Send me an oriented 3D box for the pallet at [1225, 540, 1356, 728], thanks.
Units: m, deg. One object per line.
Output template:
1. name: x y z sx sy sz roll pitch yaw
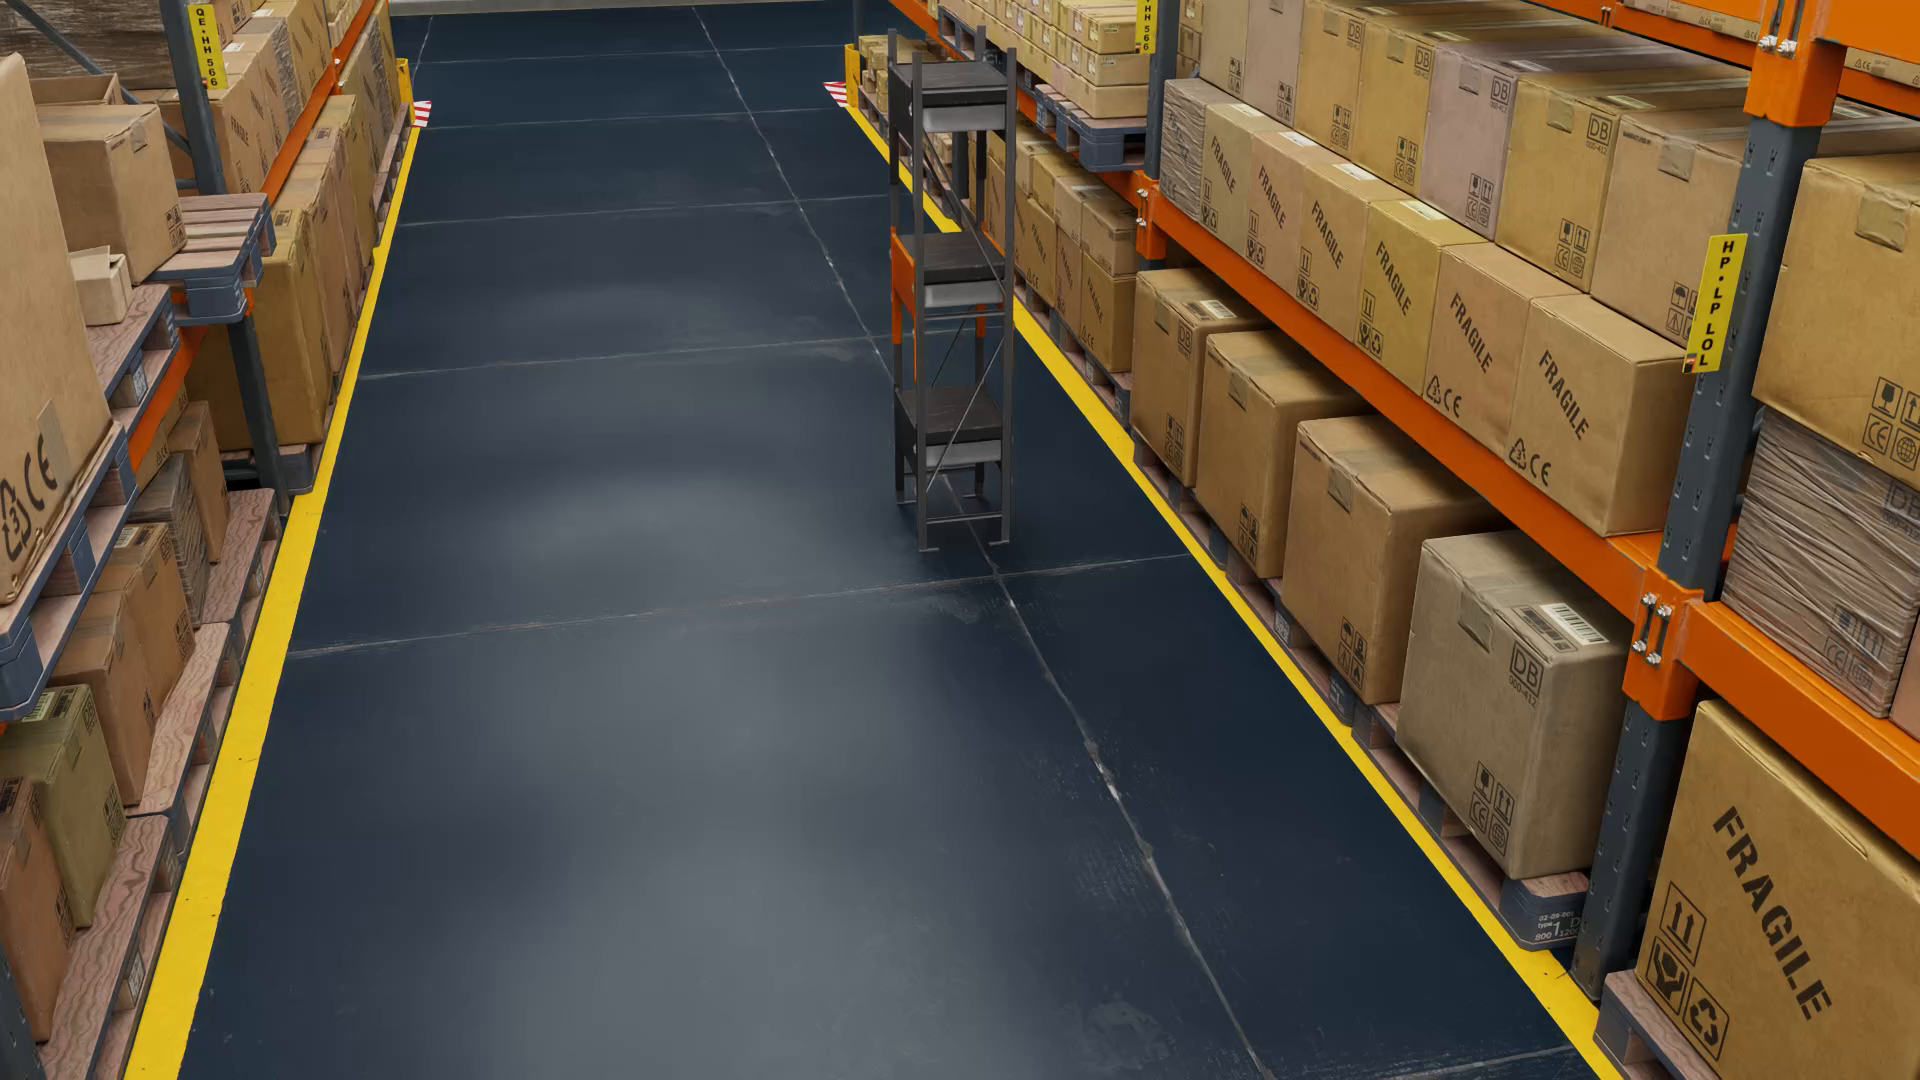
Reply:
1. pallet: 1.722 0.263 6.494 1.003 0.211 1.213 -6 27 -12

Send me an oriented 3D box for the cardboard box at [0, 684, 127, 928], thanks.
1. cardboard box: -2.814 0.782 4.658 0.700 0.500 0.500 -6 27 -12

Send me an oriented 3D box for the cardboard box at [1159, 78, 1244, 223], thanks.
1. cardboard box: 1.184 -1.690 7.158 0.500 0.500 0.500 -6 27 -11

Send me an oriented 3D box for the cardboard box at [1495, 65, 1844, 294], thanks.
1. cardboard box: 2.012 -1.048 4.776 0.700 0.500 0.500 -6 27 -12

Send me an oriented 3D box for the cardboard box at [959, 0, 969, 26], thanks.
1. cardboard box: 0.206 -3.250 10.173 0.380 0.149 0.250 -6 27 -11

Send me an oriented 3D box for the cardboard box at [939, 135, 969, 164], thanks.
1. cardboard box: 0.064 -2.779 11.795 0.380 0.149 0.250 -5 27 -11

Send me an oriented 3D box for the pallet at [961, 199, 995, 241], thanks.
1. pallet: 0.621 -2.039 11.056 1.003 0.211 1.213 -6 27 -12

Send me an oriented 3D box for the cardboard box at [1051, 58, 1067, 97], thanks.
1. cardboard box: 0.674 -2.337 8.364 0.380 0.149 0.250 -5 27 -11

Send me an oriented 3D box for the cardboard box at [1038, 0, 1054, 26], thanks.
1. cardboard box: 0.612 -2.722 8.466 0.380 0.149 0.250 -5 27 -10

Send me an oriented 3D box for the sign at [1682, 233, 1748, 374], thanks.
1. sign: 1.721 -0.536 3.786 0.100 0.325 0.005 -6 27 -12

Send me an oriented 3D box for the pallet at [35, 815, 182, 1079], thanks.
1. pallet: -2.785 1.249 4.542 1.003 0.211 1.213 -6 27 -12

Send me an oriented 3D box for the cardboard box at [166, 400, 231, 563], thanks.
1. cardboard box: -3.339 -0.199 6.601 0.700 0.500 0.500 -7 28 -14

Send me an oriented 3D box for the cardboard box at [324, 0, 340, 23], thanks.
1. cardboard box: -4.261 -3.465 10.623 0.500 0.250 0.500 -6 27 -13

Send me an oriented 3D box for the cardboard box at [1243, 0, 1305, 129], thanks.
1. cardboard box: 1.553 -1.941 6.546 0.700 0.500 0.500 -6 27 -12

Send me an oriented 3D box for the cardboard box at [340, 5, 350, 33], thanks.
1. cardboard box: -4.272 -3.449 11.033 0.380 0.149 0.250 -5 27 -10

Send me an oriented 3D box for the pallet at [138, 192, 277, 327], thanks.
1. pallet: -3.245 -1.023 6.160 1.213 0.211 1.003 -6 27 -12

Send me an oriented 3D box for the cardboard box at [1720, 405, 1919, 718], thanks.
1. cardboard box: 2.342 -0.020 3.794 0.875 0.550 0.550 -6 27 -12

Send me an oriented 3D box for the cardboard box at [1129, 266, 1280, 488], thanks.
1. cardboard box: 1.396 -0.776 7.490 1.050 0.750 0.750 -6 27 -12

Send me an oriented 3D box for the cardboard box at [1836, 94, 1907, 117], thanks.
1. cardboard box: 5.874 -2.359 10.487 0.875 0.875 0.875 -6 27 -11

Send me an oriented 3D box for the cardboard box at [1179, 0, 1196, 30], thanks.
1. cardboard box: 1.316 -2.659 8.342 0.380 0.149 0.250 -6 27 -12

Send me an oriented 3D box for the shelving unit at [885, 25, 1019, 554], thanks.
1. shelving unit: -0.037 -1.010 6.921 0.431 2.100 0.503 -6 27 -12

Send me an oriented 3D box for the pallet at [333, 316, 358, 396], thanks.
1. pallet: -3.885 -1.054 9.104 1.003 0.211 1.213 -6 27 -12

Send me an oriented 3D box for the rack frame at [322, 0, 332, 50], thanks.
1. rack frame: -4.411 -3.166 10.195 1.000 3.000 0.127 -6 27 -12

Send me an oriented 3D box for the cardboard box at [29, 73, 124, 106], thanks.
1. cardboard box: -3.348 -1.410 6.137 0.500 0.500 0.500 -9 28 -18

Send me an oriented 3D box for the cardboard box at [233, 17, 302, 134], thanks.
1. cardboard box: -3.702 -2.367 8.499 0.500 0.500 0.500 -6 27 -11

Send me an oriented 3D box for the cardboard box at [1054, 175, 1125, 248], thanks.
1. cardboard box: 0.812 -1.770 8.904 0.500 0.250 0.500 -6 27 -11

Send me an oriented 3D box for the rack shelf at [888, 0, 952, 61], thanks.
1. rack shelf: -0.006 -4.183 13.006 1.077 0.370 4.000 -6 27 -12

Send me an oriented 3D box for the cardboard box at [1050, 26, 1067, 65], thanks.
1. cardboard box: 0.667 -2.481 8.319 0.380 0.149 0.250 -5 27 -10

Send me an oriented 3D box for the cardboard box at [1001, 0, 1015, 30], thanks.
1. cardboard box: 0.440 -2.928 9.204 0.380 0.149 0.250 -6 28 -13

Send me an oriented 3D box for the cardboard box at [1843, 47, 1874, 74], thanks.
1. cardboard box: 5.551 -2.991 10.013 0.500 0.250 0.500 -6 27 -12

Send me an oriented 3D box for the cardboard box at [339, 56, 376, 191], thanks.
1. cardboard box: -4.481 -2.703 11.169 0.875 0.875 0.875 -6 27 -12

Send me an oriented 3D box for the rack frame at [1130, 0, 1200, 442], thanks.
1. rack frame: 1.346 -1.870 7.625 1.000 3.000 0.127 -6 27 -12

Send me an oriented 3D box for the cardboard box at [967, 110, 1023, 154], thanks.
1. cardboard box: 0.354 -2.681 10.708 0.500 0.250 0.500 -7 28 -14

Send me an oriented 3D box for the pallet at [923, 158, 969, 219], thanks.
1. pallet: 0.259 -2.672 12.310 1.003 0.211 1.213 -6 27 -12

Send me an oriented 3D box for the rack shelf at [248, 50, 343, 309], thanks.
1. rack shelf: -3.960 -1.967 8.617 1.077 0.370 4.000 -6 27 -12

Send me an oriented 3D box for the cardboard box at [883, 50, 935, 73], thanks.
1. cardboard box: -0.422 -3.965 13.814 0.380 0.149 0.250 -7 28 -14

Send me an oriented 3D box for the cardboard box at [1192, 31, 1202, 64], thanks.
1. cardboard box: 1.370 -2.429 8.217 0.380 0.149 0.250 -5 27 -9

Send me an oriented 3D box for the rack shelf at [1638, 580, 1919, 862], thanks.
1. rack shelf: 2.698 1.085 2.569 1.077 0.370 4.000 -6 27 -12

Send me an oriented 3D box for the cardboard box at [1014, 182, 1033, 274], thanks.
1. cardboard box: 0.605 -1.885 9.964 0.500 0.500 0.500 -5 27 -11

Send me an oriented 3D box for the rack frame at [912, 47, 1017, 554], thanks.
1. rack frame: 0.018 -0.903 6.709 0.400 2.100 0.015 -6 27 -12

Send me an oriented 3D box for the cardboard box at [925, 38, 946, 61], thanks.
1. cardboard box: -0.090 -4.239 14.358 0.380 0.149 0.250 -5 27 -11

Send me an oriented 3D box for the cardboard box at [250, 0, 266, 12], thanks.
1. cardboard box: -4.115 -3.077 8.793 0.797 0.503 0.637 -6 27 -11

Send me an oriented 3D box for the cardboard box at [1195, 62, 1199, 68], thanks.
1. cardboard box: 1.382 -2.280 8.251 0.380 0.149 0.250 -5 27 -9

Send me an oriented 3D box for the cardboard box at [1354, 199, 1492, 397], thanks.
1. cardboard box: 1.642 -0.804 5.403 0.500 0.500 0.500 -6 27 -11

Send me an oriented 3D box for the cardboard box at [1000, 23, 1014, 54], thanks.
1. cardboard box: 0.438 -2.798 9.277 0.380 0.149 0.250 -7 28 -14

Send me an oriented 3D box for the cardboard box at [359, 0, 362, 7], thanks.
1. cardboard box: -4.506 -3.902 11.931 0.380 0.149 0.250 -7 28 -13

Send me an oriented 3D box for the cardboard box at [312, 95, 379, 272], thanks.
1. cardboard box: -4.247 -2.126 10.026 1.225 0.875 0.875 -6 27 -11

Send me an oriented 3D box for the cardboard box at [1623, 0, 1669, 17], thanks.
1. cardboard box: 5.086 -3.886 11.786 0.500 0.250 0.500 -7 28 -13

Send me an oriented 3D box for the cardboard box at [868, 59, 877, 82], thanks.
1. cardboard box: -0.582 -4.047 14.307 0.380 0.149 0.250 -6 27 -12

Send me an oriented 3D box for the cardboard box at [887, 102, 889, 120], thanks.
1. cardboard box: -0.377 -3.475 13.504 0.380 0.149 0.250 -7 28 -14
